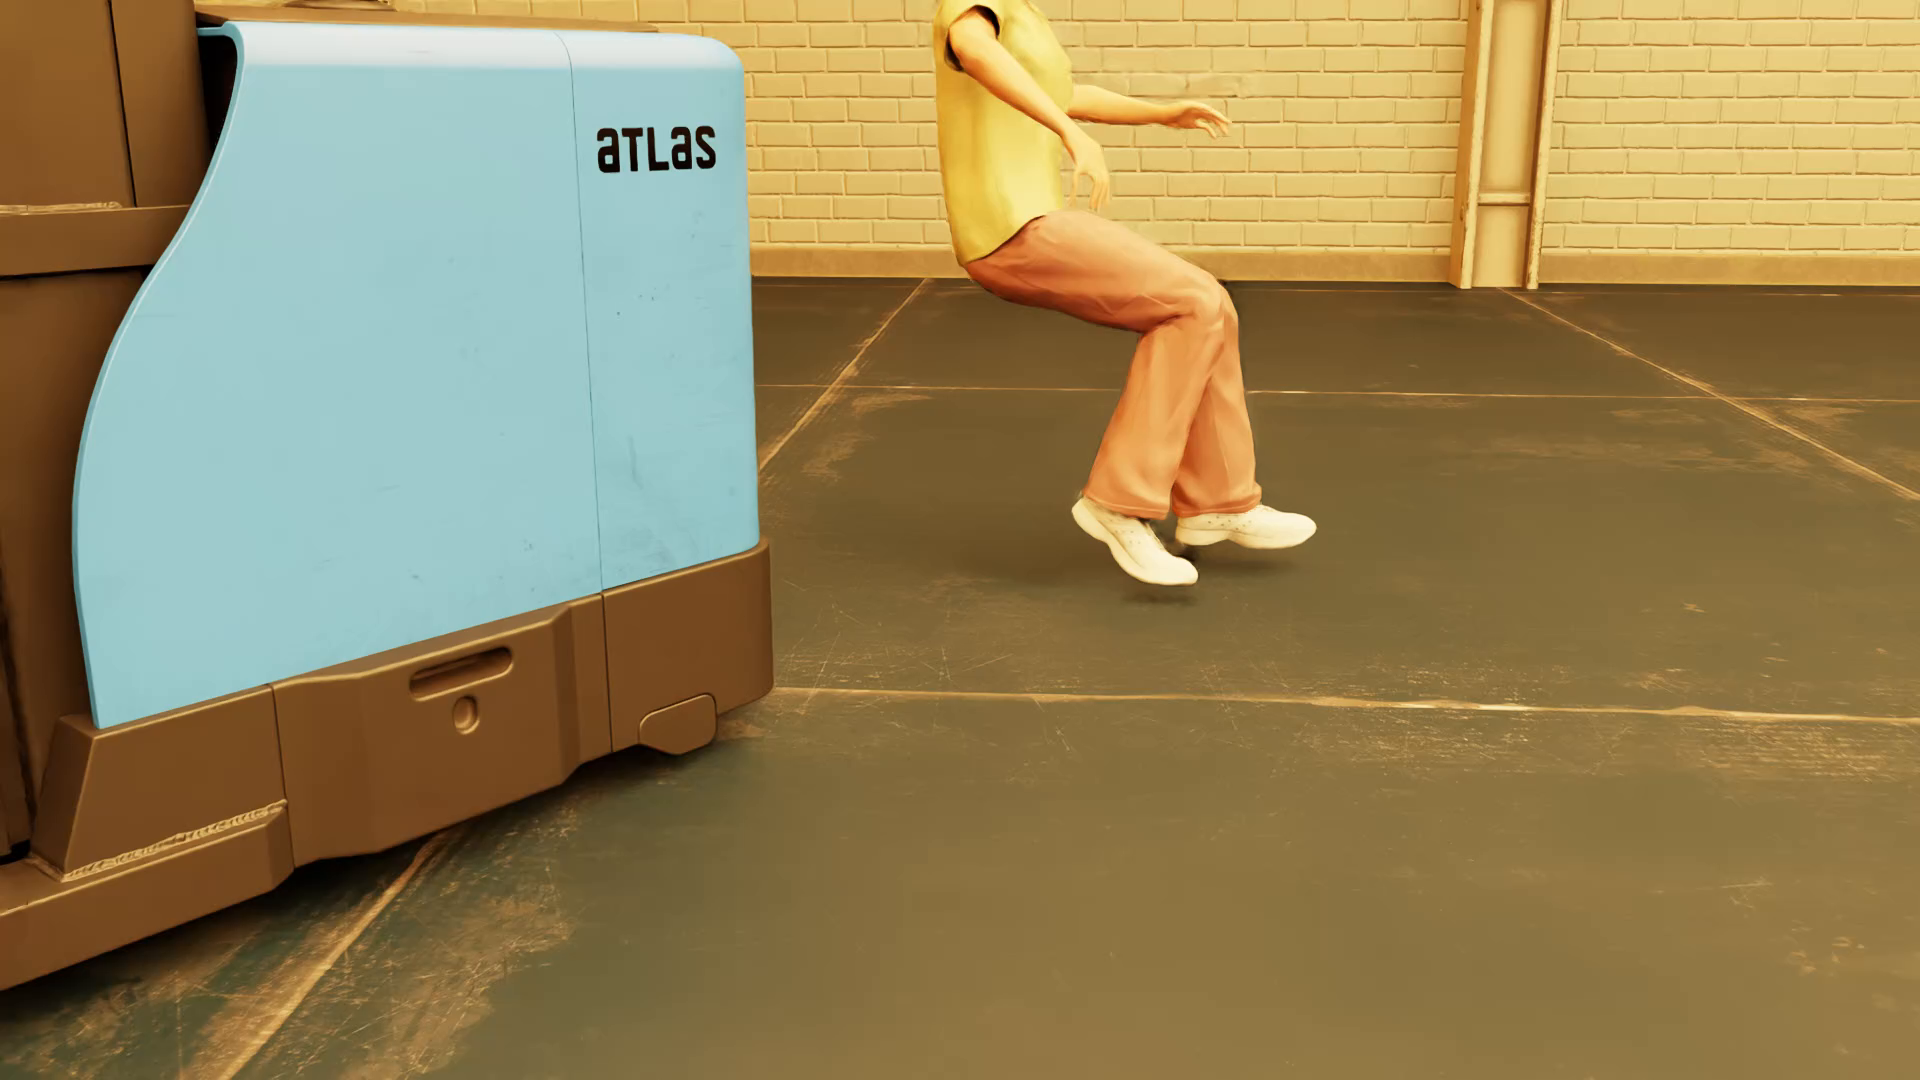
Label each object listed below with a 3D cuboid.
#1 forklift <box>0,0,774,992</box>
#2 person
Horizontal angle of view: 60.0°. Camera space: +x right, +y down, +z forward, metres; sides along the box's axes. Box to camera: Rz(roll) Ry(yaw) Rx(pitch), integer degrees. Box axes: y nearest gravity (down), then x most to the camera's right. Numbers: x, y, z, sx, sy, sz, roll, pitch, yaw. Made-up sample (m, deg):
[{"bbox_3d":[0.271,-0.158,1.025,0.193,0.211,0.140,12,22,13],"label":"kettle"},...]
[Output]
[{"bbox_3d":[-1.639,-0.899,1.533,1.130,2.935,3.031,13,20,39],"label":"forklift"},{"bbox_3d":[0.350,-0.681,3.471,0.836,1.436,0.800,1,15,5],"label":"person"}]
